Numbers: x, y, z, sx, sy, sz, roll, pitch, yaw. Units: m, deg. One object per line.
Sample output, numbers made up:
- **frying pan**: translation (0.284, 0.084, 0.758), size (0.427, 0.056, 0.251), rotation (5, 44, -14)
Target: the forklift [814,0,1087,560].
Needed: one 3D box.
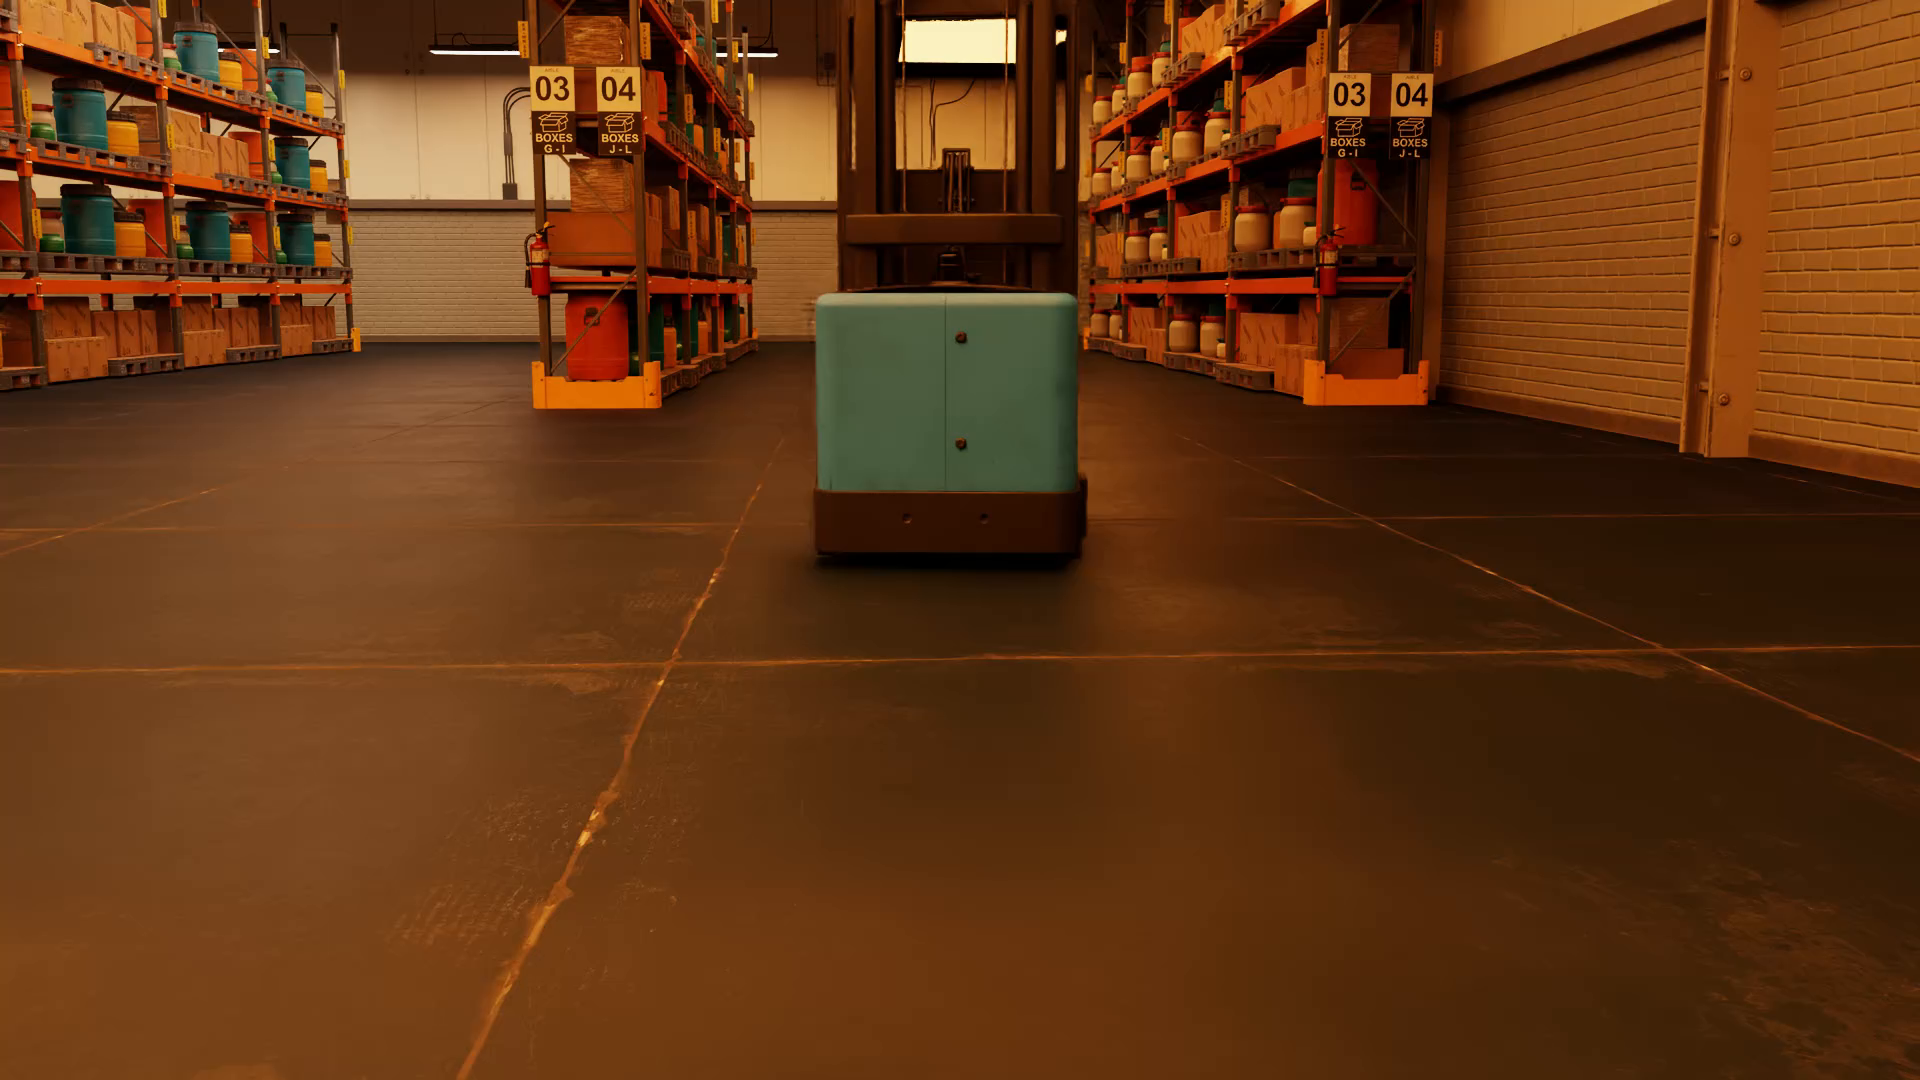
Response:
- **forklift**: translation (0.001, -1.549, 7.765), size (1.130, 2.935, 3.031), rotation (0, 8, 2)
